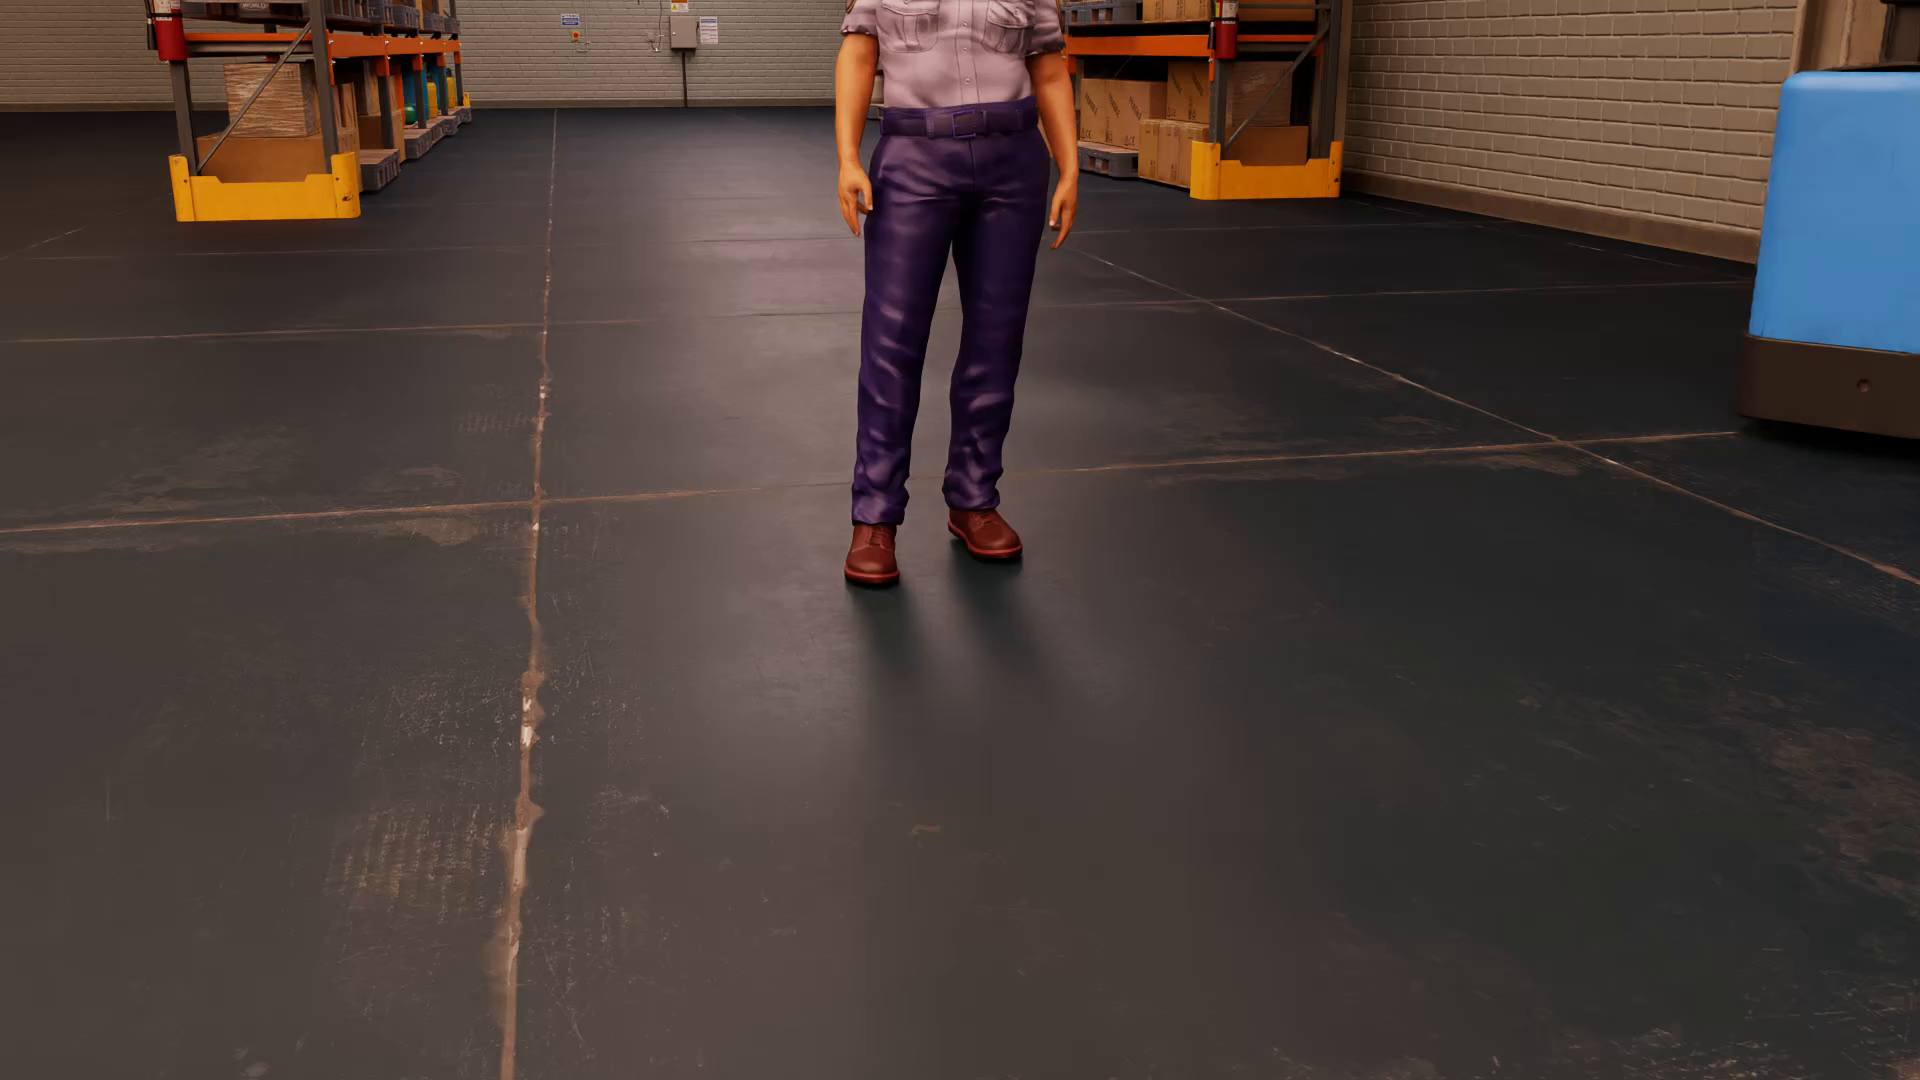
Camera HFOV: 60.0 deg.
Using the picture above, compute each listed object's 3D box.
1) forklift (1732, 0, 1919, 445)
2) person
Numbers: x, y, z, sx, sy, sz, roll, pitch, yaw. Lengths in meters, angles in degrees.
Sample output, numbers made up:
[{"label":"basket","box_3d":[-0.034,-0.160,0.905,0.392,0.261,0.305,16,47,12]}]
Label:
[{"label":"forklift","box_3d":[3.722,-1.940,5.403,1.130,2.935,3.031,14,22,40]},{"label":"person","box_3d":[-0.002,-0.770,3.690,0.598,1.651,0.502,-4,17,-12]}]
